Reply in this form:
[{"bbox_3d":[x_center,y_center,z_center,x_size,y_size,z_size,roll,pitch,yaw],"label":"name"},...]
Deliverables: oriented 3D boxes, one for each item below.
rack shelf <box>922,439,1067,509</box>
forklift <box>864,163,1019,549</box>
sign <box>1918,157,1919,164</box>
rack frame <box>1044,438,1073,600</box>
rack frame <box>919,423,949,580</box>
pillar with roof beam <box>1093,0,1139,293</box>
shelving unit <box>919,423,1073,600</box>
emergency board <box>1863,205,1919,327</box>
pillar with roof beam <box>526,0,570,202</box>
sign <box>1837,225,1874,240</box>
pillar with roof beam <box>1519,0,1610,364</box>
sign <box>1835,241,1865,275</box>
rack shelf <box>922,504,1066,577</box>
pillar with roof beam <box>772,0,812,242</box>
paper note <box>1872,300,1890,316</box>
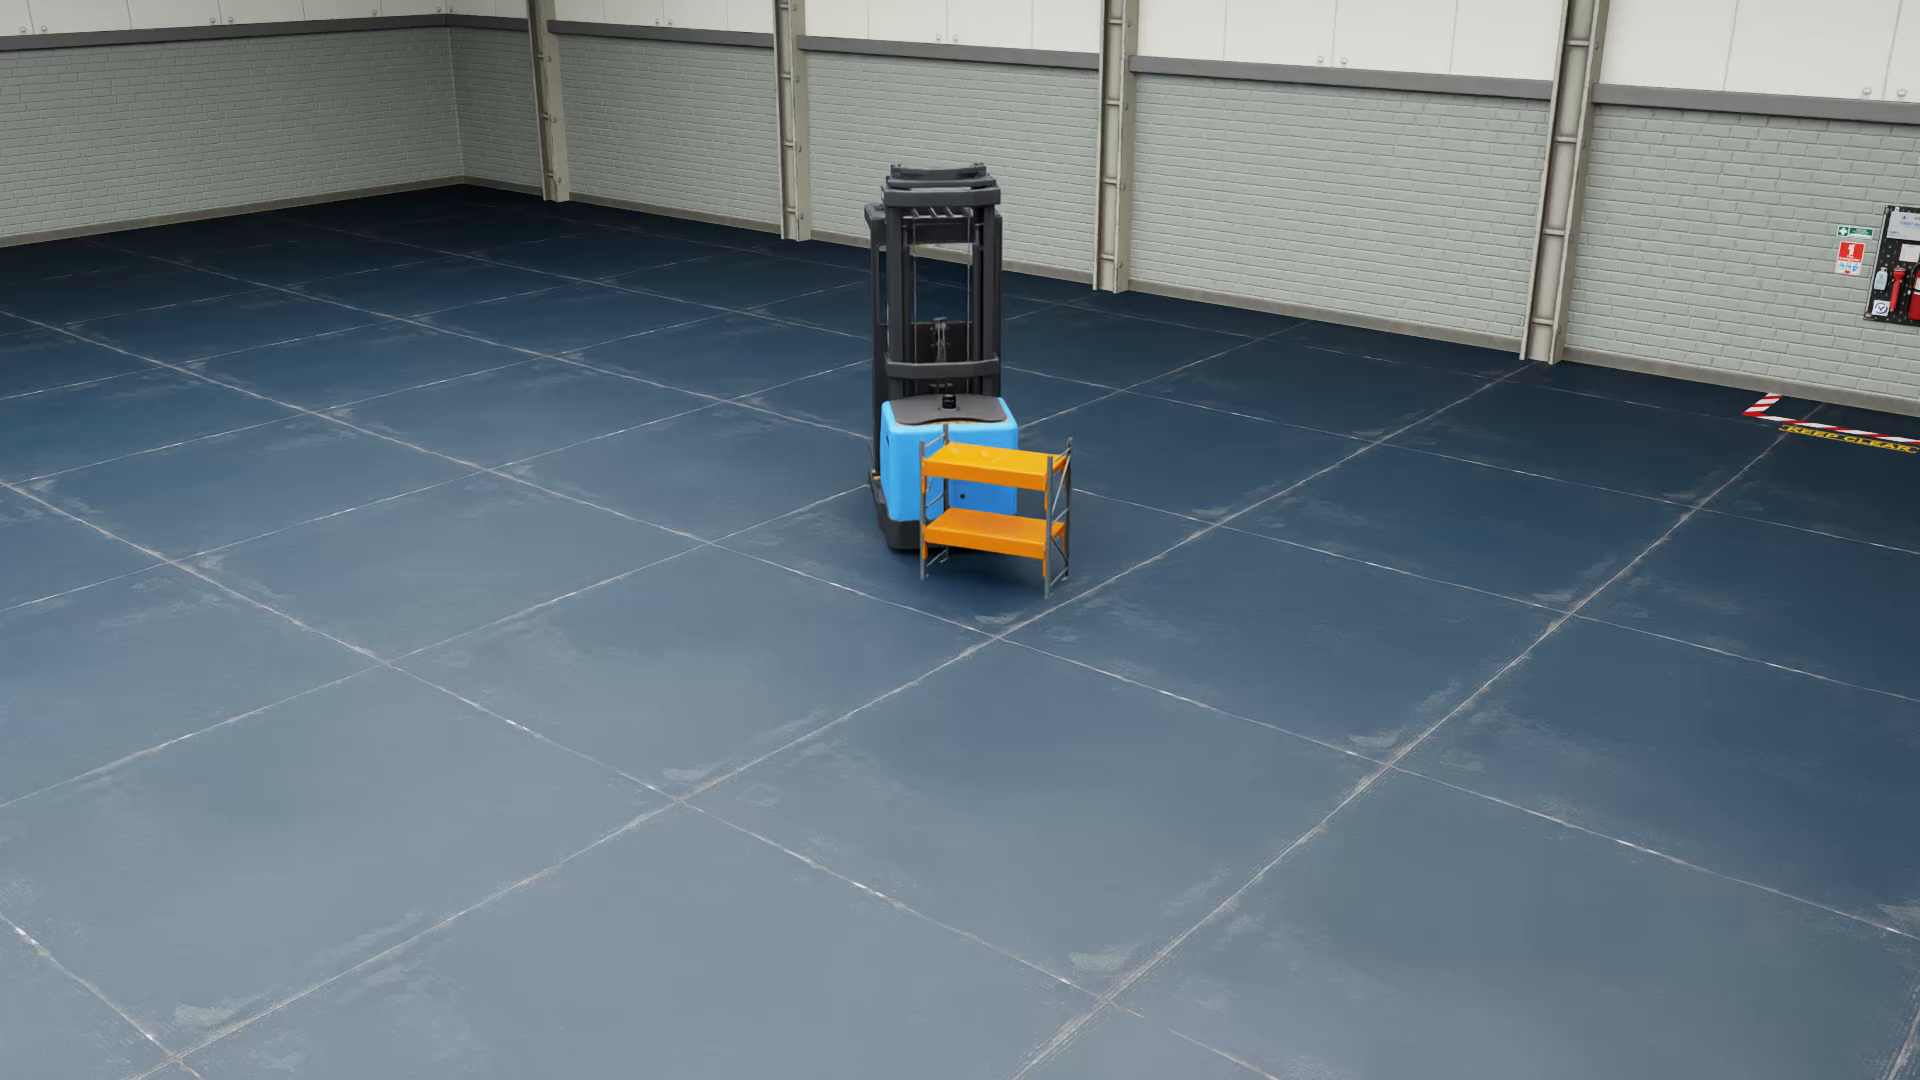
[{"bbox_3d":[0.273,-0.504,12.582,1.000,0.278,0.538,8,22,21],"label":"rack shelf"},{"bbox_3d":[-0.226,-1.778,14.229,1.130,2.935,3.031,-3,21,-7],"label":"forklift"},{"bbox_3d":[9.527,-3.830,16.288,0.199,0.298,0.001,16,26,36],"label":"sign"},{"bbox_3d":[0.743,-0.162,12.503,0.032,1.125,0.500,8,22,21],"label":"rack frame"},{"bbox_3d":[-0.197,-0.299,12.866,0.032,1.125,0.500,8,22,21],"label":"rack frame"},{"bbox_3d":[-0.658,-6.462,18.050,0.400,9.000,9.100,16,26,36],"label":"pillar with roof beam"},{"bbox_3d":[0.273,-0.230,12.685,1.048,1.125,0.538,8,22,21],"label":"shelving unit"},{"bbox_3d":[9.470,-2.716,16.620,0.643,1.169,0.194,16,26,36],"label":"emergency board"},{"bbox_3d":[-9.955,-9.139,25.150,0.400,9.000,9.100,16,26,36],"label":"pillar with roof beam"},{"bbox_3d":[9.105,-3.129,16.913,0.331,0.109,0.001,16,26,36],"label":"sign"},{"bbox_3d":[3.990,-5.123,14.501,0.400,9.000,9.100,16,26,36],"label":"pillar with roof beam"},{"bbox_3d":[9.107,-2.884,17.015,0.234,0.329,0.001,16,26,36],"label":"sign"},{"bbox_3d":[0.273,-0.002,12.771,1.000,0.278,0.538,8,22,21],"label":"rack shelf"},{"bbox_3d":[-5.306,-7.801,21.600,0.400,9.000,9.100,16,26,36],"label":"pillar with roof beam"},{"bbox_3d":[9.377,-2.362,16.930,0.142,0.148,0.016,16,26,36],"label":"paper note"}]
